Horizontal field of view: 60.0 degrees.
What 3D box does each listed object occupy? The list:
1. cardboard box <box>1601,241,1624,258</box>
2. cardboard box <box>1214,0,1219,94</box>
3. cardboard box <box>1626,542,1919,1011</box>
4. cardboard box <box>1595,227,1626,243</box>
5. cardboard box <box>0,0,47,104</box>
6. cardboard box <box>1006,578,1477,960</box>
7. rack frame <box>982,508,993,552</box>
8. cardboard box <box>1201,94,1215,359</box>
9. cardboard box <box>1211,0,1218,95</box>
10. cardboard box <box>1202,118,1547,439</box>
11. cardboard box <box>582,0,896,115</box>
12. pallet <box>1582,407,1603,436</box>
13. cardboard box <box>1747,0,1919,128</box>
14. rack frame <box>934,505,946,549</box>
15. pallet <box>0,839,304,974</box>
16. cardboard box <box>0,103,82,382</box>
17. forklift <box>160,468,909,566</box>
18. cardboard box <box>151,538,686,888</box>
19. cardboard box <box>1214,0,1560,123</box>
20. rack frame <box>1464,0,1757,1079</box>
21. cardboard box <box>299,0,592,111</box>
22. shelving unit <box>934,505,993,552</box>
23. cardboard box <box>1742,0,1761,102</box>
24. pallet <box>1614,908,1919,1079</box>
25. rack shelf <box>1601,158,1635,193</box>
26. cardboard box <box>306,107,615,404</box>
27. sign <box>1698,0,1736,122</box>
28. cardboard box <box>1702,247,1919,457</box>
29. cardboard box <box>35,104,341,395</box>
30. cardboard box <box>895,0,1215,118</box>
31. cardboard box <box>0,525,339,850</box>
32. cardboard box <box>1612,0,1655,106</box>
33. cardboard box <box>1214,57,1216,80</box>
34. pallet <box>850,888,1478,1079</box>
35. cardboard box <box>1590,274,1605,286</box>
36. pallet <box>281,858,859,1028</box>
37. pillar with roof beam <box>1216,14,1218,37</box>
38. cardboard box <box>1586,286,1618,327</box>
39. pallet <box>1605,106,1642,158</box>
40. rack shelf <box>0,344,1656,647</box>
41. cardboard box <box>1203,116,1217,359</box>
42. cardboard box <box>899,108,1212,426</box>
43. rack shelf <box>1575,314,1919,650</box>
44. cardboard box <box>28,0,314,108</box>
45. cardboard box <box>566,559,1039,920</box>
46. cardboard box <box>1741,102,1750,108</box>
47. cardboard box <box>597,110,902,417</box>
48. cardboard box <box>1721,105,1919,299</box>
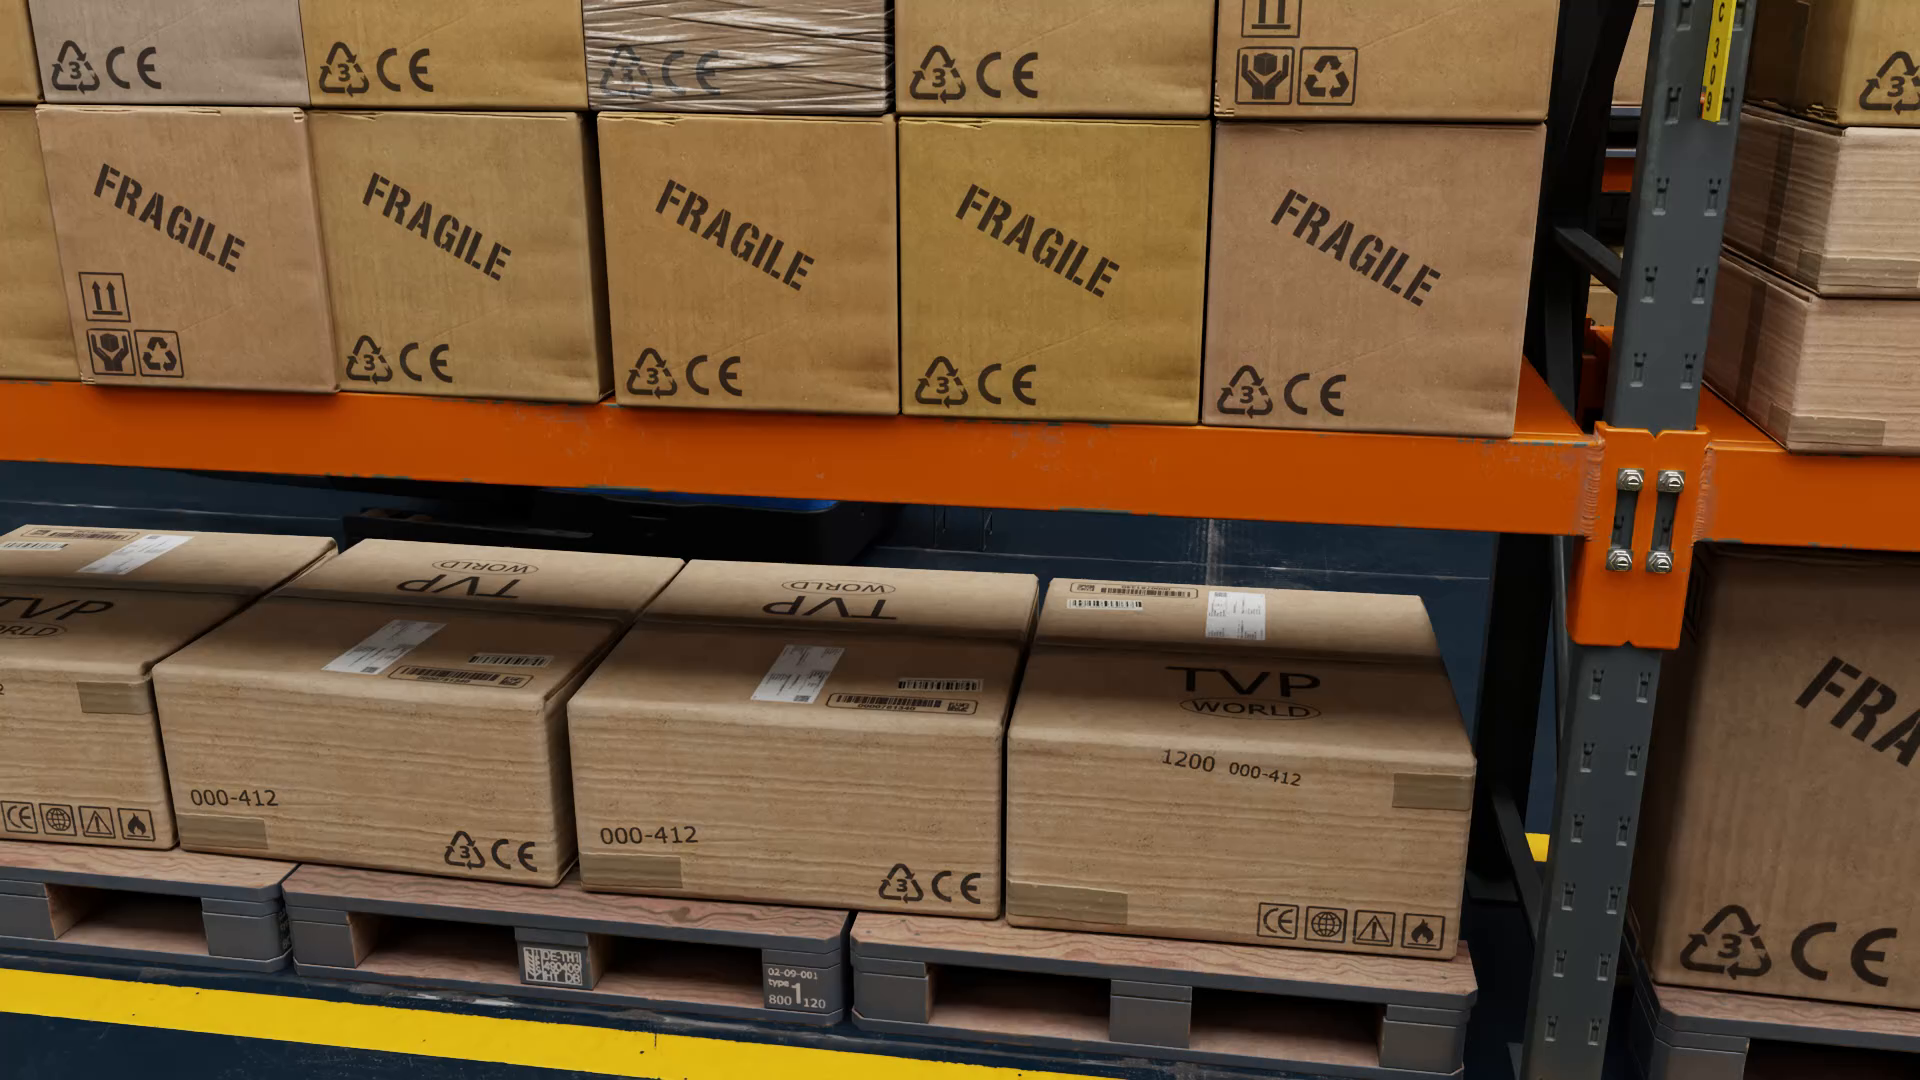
[{"bbox_3d":[3.098,-1.266,7.614,0.250,0.149,0.380,3,19,8],"label":"cardboard box"},{"bbox_3d":[0.757,-1.120,3.191,0.500,0.500,0.500,3,19,9],"label":"cardboard box"},{"bbox_3d":[1.814,0.316,3.319,0.875,0.875,0.875,4,19,10],"label":"cardboard box"},{"bbox_3d":[3.140,-1.422,8.080,0.250,0.149,0.380,2,19,6],"label":"cardboard box"},{"bbox_3d":[-1.821,-1.085,3.084,0.500,0.500,0.500,2,19,7],"label":"cardboard box"},{"bbox_3d":[0.586,0.452,3.602,0.875,0.438,0.875,3,19,8],"label":"cardboard box"},{"bbox_3d":[0.105,-0.564,6.097,0.006,1.200,0.240,3,19,9],"label":"rack frame"},{"bbox_3d":[0.271,-0.679,3.446,0.500,0.500,0.500,3,19,9],"label":"cardboard box"},{"bbox_3d":[0.259,-1.148,3.273,0.500,0.500,0.500,3,19,8],"label":"cardboard box"},{"bbox_3d":[0.690,-0.490,2.882,0.500,0.500,0.500,3,19,9],"label":"cardboard box"},{"bbox_3d":[-0.325,-1.009,2.857,0.500,0.500,0.500,3,19,9],"label":"cardboard box"},{"bbox_3d":[2.781,-0.703,8.071,1.213,0.211,1.003,3,19,9],"label":"pallet"},{"bbox_3d":[1.578,-0.908,2.557,0.500,0.500,0.500,3,19,9],"label":"cardboard box"},{"bbox_3d":[-0.076,-0.573,6.124,0.006,1.200,0.240,3,19,9],"label":"rack frame"},{"bbox_3d":[-1.959,0.638,4.064,1.213,0.211,1.003,3,19,9],"label":"pallet"},{"bbox_3d":[-1.828,-0.617,3.262,0.500,0.500,0.500,3,19,8],"label":"cardboard box"},{"bbox_3d":[-1.763,-1.471,6.080,3.031,2.935,1.130,5,19,15],"label":"forklift"},{"bbox_3d":[-1.188,0.361,3.873,0.875,0.438,0.875,3,19,10],"label":"cardboard box"},{"bbox_3d":[0.679,-0.958,2.705,0.500,0.500,0.500,3,19,8],"label":"cardboard box"},{"bbox_3d":[1.189,-0.499,3.067,0.127,3.000,1.000,3,19,9],"label":"rack frame"},{"bbox_3d":[-0.818,-1.036,2.940,0.500,0.500,0.500,3,19,9],"label":"cardboard box"},{"bbox_3d":[0.014,-0.568,6.111,0.189,1.200,0.258,3,19,9],"label":"shelving unit"},{"bbox_3d":[1.670,-1.077,3.060,0.500,0.500,0.500,4,19,10],"label":"cardboard box"},{"bbox_3d":[1.963,0.839,3.464,1.213,0.211,1.003,3,19,9],"label":"pallet"},{"bbox_3d":[3.947,-1.612,7.529,4.000,0.370,1.077,3,19,9],"label":"rack shelf"},{"bbox_3d":[-0.832,-0.566,3.109,0.500,0.500,0.500,4,19,10],"label":"cardboard box"},{"bbox_3d":[1.102,-0.773,2.397,0.005,0.325,0.100,3,19,9],"label":"sign"},{"bbox_3d":[1.581,-0.323,2.778,0.500,0.250,0.500,2,19,7],"label":"cardboard box"},{"bbox_3d":[-1.329,-0.586,3.169,0.500,0.500,0.500,3,19,8],"label":"cardboard box"},{"bbox_3d":[0.179,-0.986,2.789,0.500,0.500,0.500,3,19,8],"label":"cardboard box"},{"bbox_3d":[-2.093,0.317,4.003,0.875,0.438,0.875,2,19,7],"label":"cardboard box"},{"bbox_3d":[2.926,-2.180,7.273,0.500,0.500,0.700,3,19,9],"label":"cardboard box"},{"bbox_3d":[0.934,-2.094,7.602,0.500,0.250,0.500,3,19,9],"label":"cardboard box"},{"bbox_3d":[0.450,0.761,3.697,1.213,0.211,1.003,3,19,9],"label":"pallet"},{"bbox_3d":[2.825,-1.275,7.642,0.250,0.149,0.380,2,19,6],"label":"cardboard box"},{"bbox_3d":[-0.758,0.700,3.878,1.213,0.211,1.003,3,19,9],"label":"pallet"},{"bbox_3d":[0.745,-3.868,3.681,0.400,9.000,9.100,3,19,9],"label":"pillar with roof beam"},{"bbox_3d":[2.942,-0.949,7.691,0.500,0.500,0.500,3,19,8],"label":"cardboard box"},{"bbox_3d":[2.744,-1.889,7.523,1.213,0.211,1.003,3,19,9],"label":"pallet"},{"bbox_3d":[-0.786,-0.258,3.482,4.000,0.370,1.077,3,19,9],"label":"rack shelf"},{"bbox_3d":[0.767,-0.652,3.367,0.500,0.500,0.500,4,19,10],"label":"cardboard box"},{"bbox_3d":[0.181,-0.514,2.954,0.500,0.500,0.500,2,19,7],"label":"cardboard box"},{"bbox_3d":[3.163,-0.057,2.880,4.000,0.370,1.077,3,19,9],"label":"rack shelf"},{"bbox_3d":[-1.311,-1.061,3.014,0.500,0.500,0.500,3,19,8],"label":"cardboard box"},{"bbox_3d":[-0.298,0.407,3.736,0.875,0.438,0.875,2,19,7],"label":"cardboard box"},{"bbox_3d":[1.663,-0.719,3.173,0.500,0.250,0.500,3,19,9],"label":"cardboard box"},{"bbox_3d":[-0.317,-0.535,3.016,0.500,0.500,0.500,3,19,8],"label":"cardboard box"},{"bbox_3d":[1.578,-0.554,2.681,0.500,0.250,0.500,2,19,7],"label":"cardboard box"}]
